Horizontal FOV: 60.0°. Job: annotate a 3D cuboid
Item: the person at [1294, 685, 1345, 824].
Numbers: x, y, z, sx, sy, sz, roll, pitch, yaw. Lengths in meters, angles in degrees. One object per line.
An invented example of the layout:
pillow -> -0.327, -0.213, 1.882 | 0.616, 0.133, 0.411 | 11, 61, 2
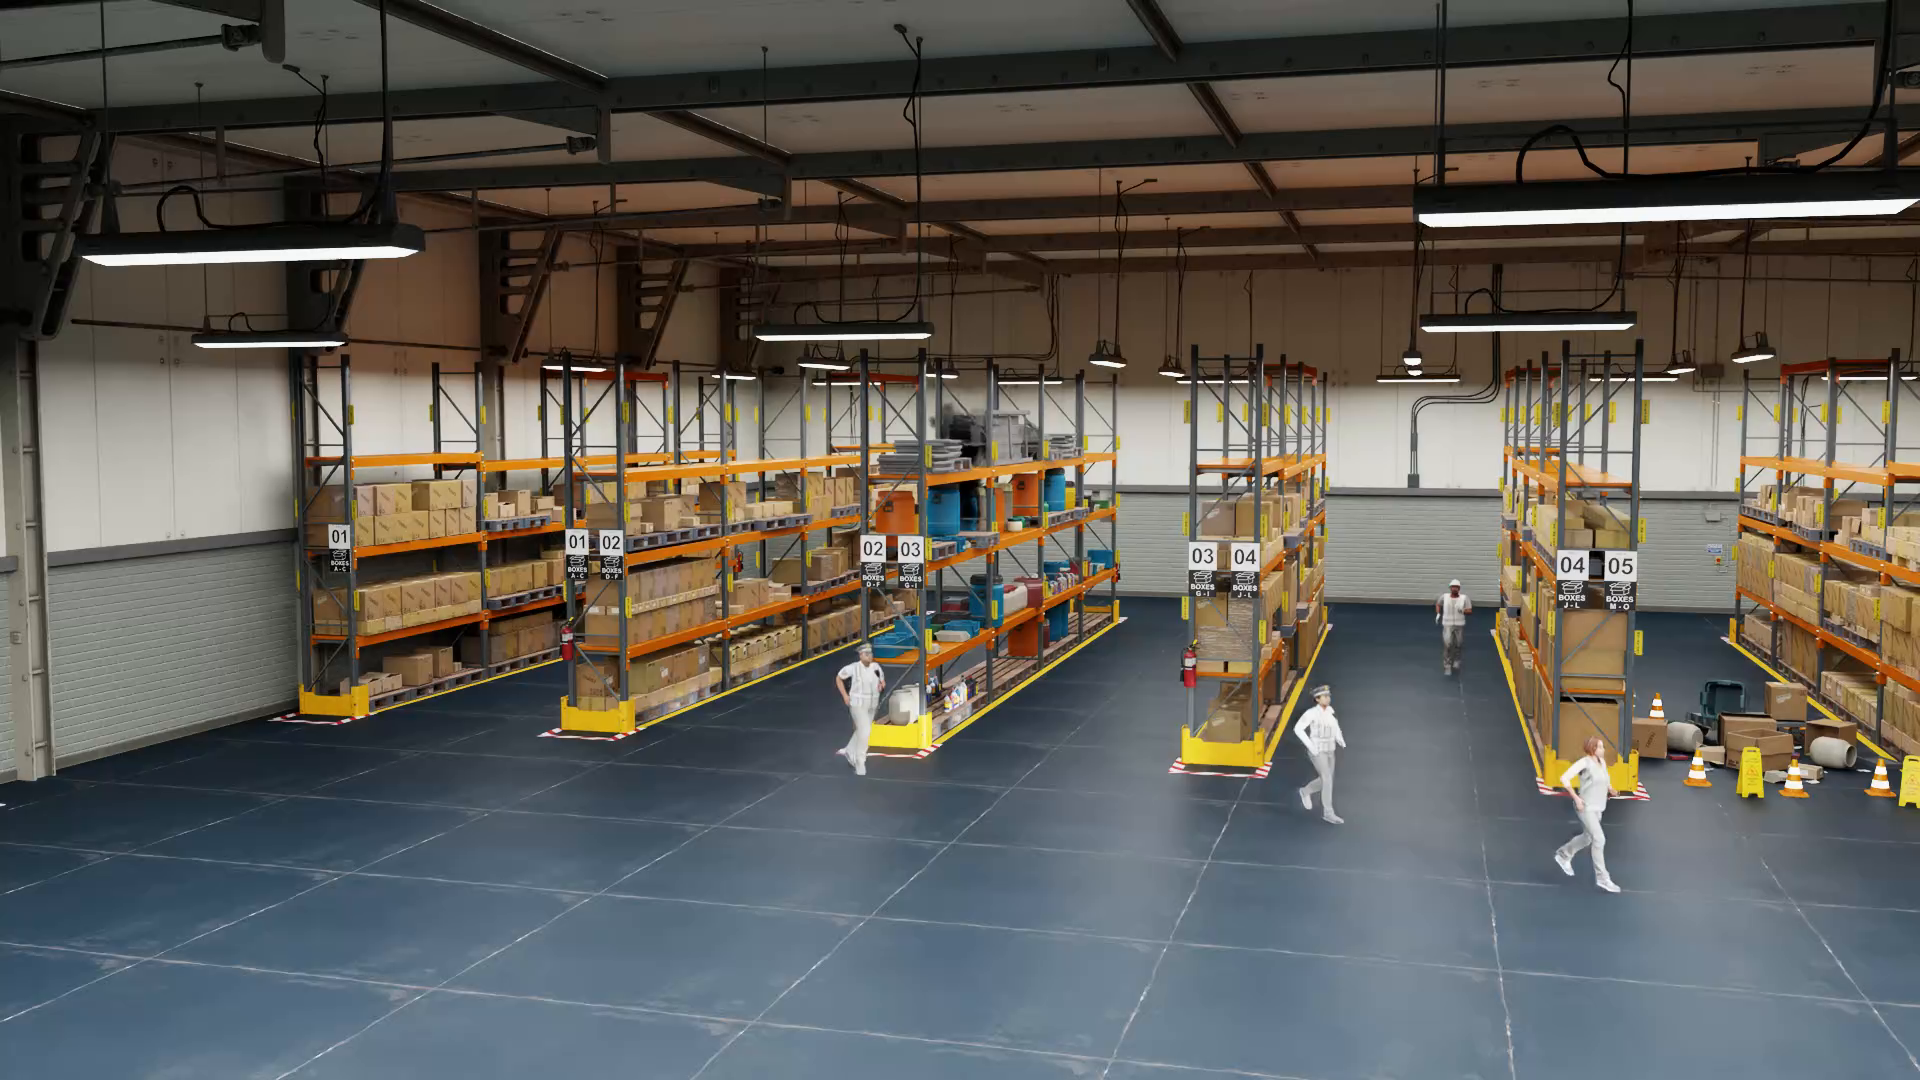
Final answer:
person -> 4.446, 2.617, 20.566 | 0.637, 1.682, 0.764 | -3, 5, -35

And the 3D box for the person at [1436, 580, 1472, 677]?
person -> 9.566, 1.681, 32.215 | 0.672, 1.826, 0.857 | 1, 4, 14

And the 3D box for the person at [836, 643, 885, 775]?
person -> -1.379, 2.370, 23.544 | 0.662, 1.859, 0.745 | -4, 6, -41

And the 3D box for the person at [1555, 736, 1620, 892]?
person -> 6.678, 2.877, 17.669 | 0.547, 1.573, 0.817 | -3, 5, -38
